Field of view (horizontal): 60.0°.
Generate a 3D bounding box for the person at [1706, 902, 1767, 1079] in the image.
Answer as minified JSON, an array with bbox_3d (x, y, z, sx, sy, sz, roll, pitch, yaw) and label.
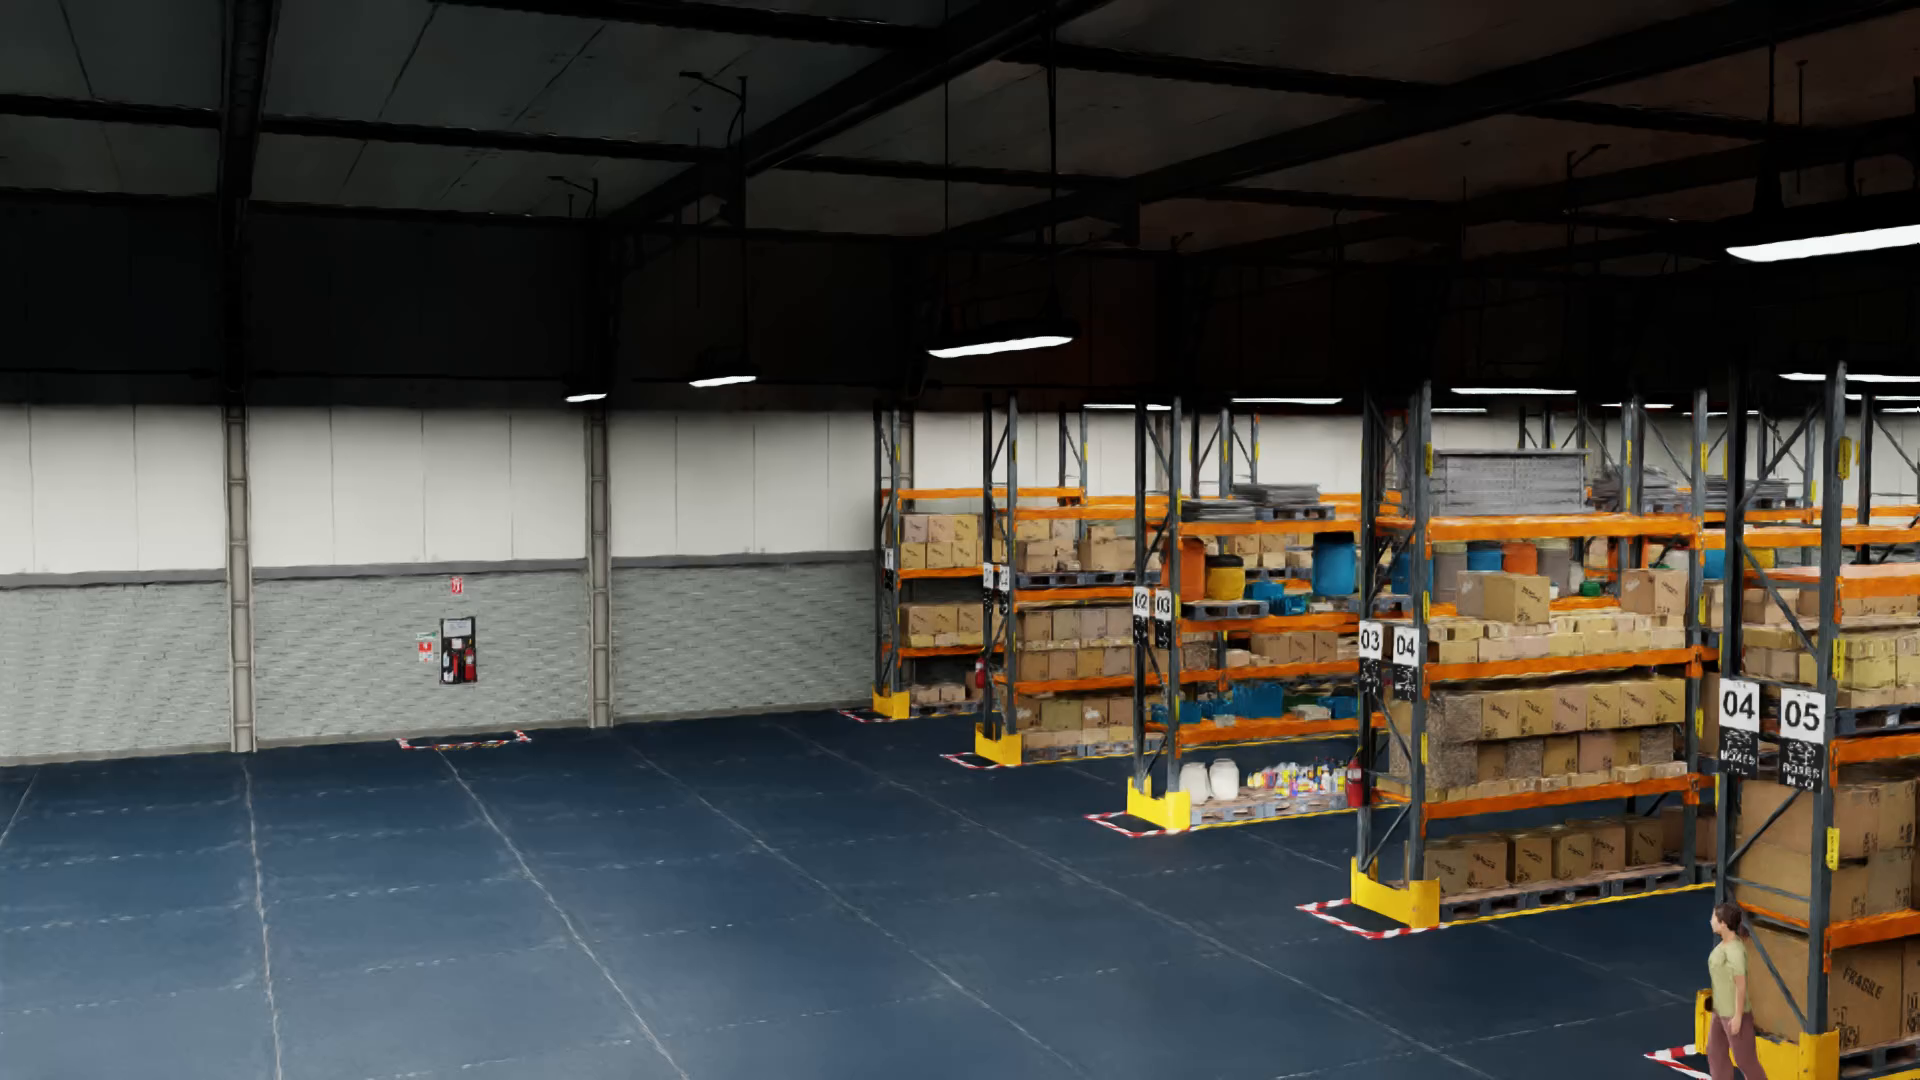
[{"bbox_3d":[5.938,3.602,12.666,0.566,1.659,0.493,1,3,16],"label":"person"}]
